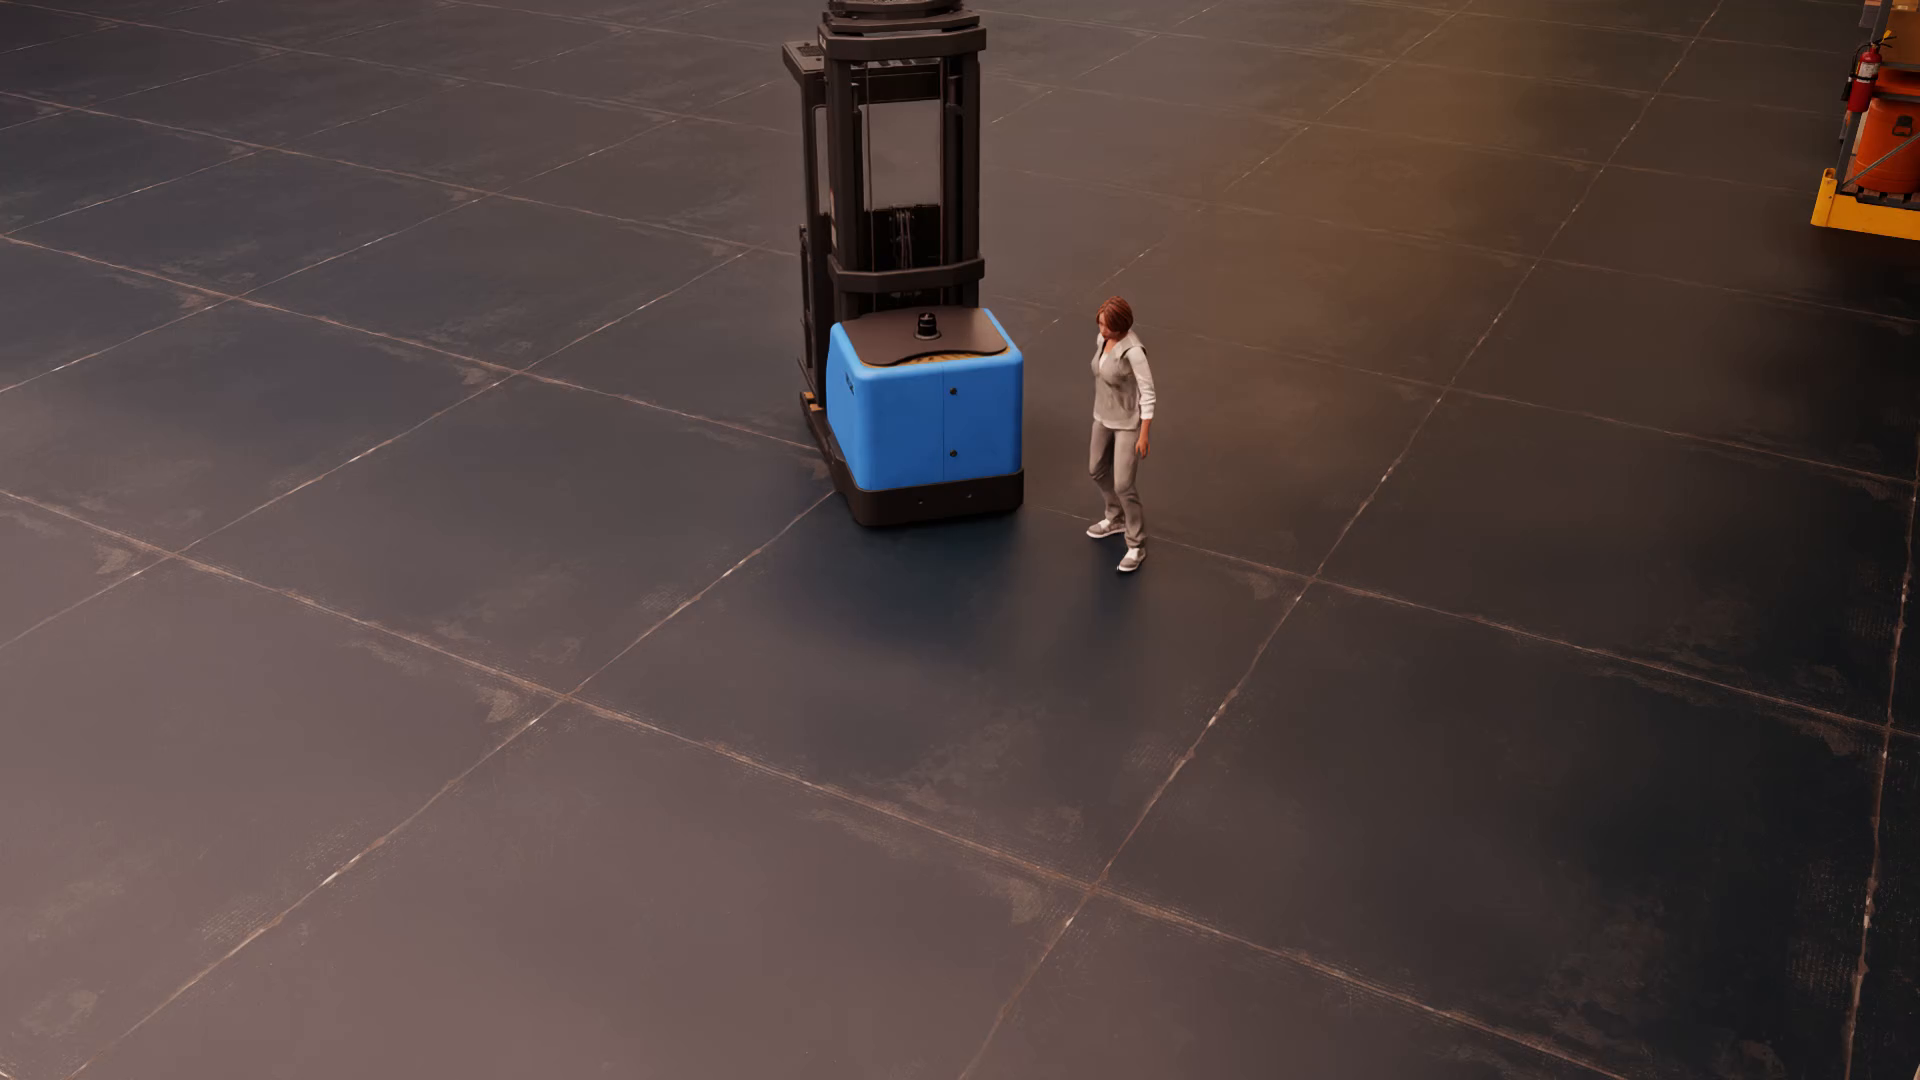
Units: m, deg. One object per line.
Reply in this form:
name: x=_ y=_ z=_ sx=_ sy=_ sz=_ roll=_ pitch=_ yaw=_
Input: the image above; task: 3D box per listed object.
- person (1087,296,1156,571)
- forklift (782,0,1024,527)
person: x=0.925 y=-0.662 z=9.591 sx=0.353 sy=1.568 sz=0.700 roll=-15 pitch=33 yaw=-25
forklift: x=-0.480 y=-2.074 z=10.664 sx=1.130 sy=2.935 sz=3.031 roll=-8 pitch=31 yaw=-13
